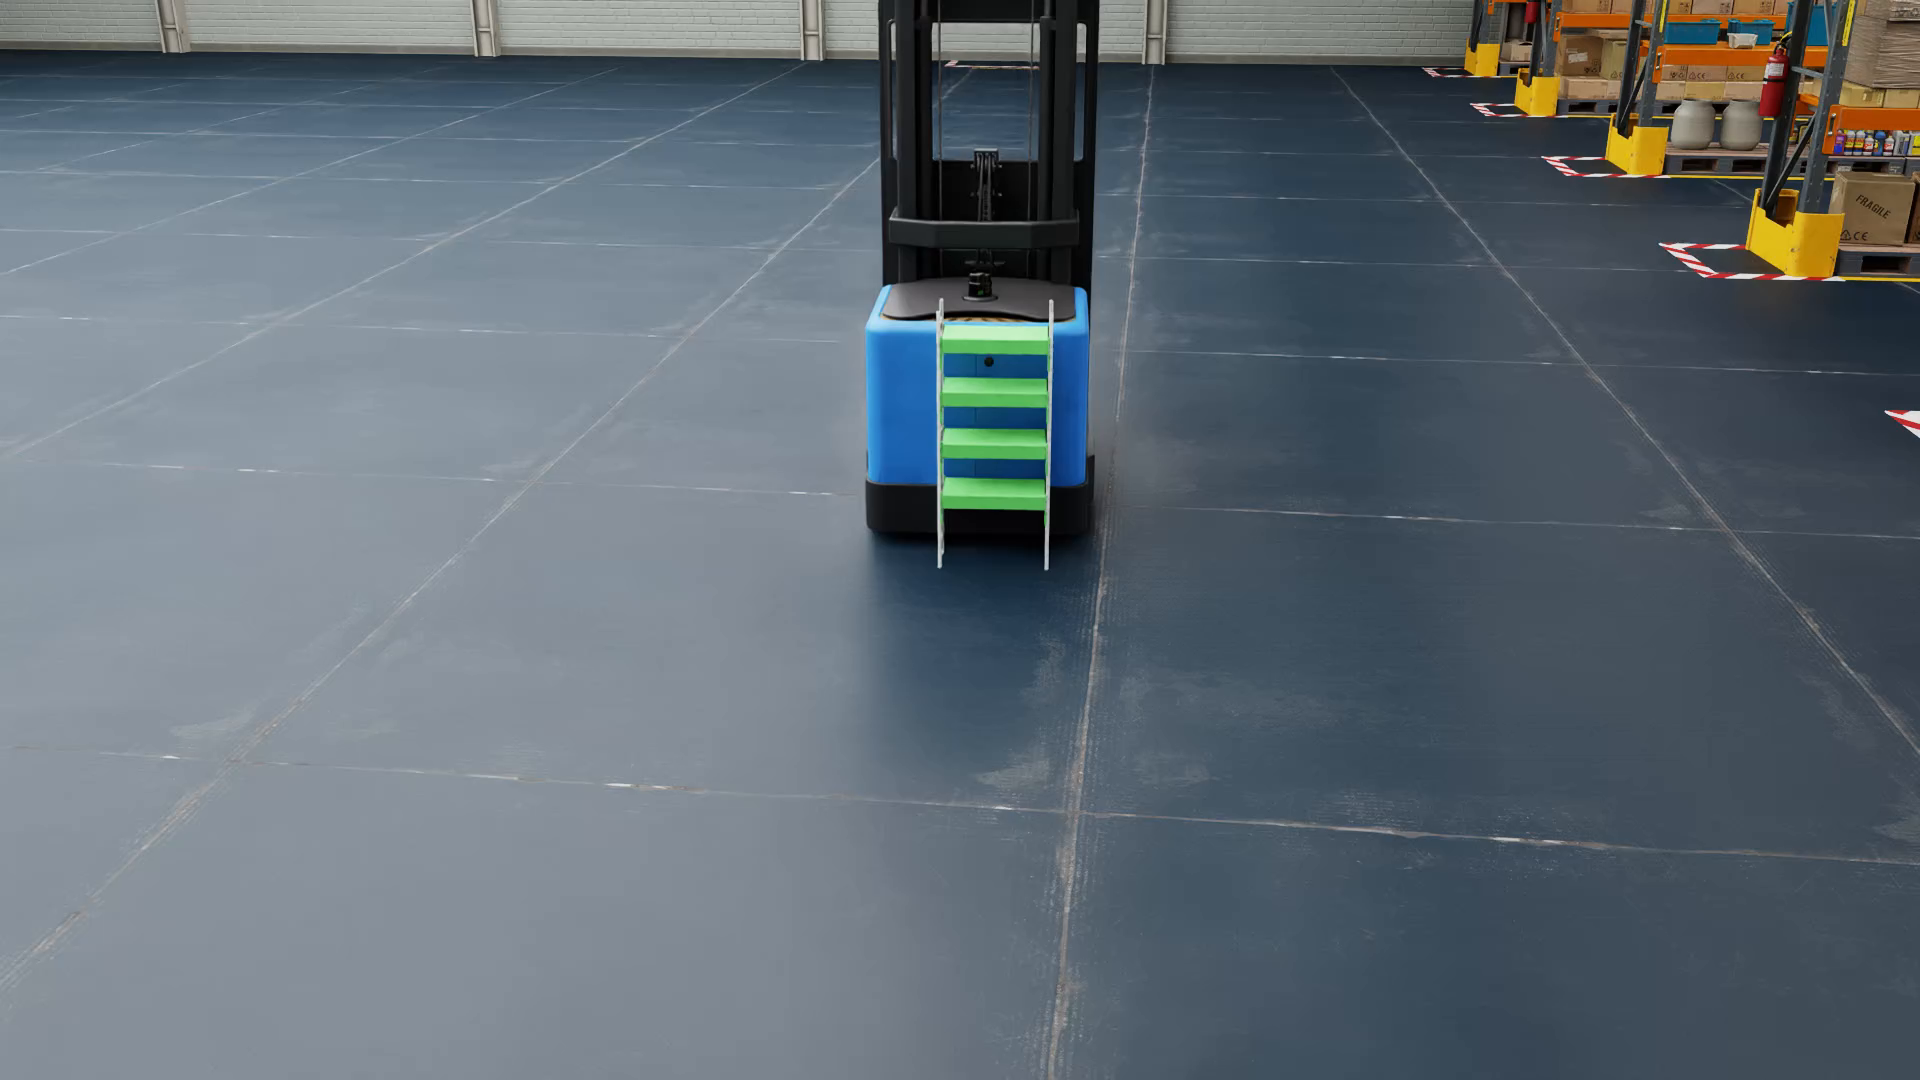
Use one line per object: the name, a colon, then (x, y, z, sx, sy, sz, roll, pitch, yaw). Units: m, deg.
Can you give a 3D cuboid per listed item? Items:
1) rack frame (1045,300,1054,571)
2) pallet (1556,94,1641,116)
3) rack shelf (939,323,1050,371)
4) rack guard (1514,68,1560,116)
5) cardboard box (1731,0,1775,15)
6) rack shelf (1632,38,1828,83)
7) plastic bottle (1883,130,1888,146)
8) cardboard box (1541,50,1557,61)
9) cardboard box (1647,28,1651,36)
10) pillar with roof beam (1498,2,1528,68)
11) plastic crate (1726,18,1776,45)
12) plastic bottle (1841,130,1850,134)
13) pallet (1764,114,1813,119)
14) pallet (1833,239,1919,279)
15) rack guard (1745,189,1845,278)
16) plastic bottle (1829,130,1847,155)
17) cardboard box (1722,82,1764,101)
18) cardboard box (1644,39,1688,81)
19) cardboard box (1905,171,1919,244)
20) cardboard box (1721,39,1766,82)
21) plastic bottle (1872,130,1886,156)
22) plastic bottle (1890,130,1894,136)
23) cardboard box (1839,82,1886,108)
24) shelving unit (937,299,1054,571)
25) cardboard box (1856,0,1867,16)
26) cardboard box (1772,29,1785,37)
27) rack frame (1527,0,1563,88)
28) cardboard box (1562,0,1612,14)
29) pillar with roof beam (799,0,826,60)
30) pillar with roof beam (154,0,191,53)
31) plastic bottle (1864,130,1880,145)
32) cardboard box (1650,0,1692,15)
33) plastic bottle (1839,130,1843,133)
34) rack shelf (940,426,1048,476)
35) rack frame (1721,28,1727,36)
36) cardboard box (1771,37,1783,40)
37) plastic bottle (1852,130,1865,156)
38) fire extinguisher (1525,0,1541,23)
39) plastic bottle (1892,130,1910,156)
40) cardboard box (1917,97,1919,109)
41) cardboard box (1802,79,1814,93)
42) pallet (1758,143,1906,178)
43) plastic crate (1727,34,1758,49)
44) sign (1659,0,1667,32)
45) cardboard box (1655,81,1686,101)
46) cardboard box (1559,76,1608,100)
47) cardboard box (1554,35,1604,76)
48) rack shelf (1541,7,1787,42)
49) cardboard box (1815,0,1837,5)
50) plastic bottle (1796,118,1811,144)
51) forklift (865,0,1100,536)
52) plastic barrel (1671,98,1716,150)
rack frame: (0.400, -0.460, 7.472, 0.015, 1.200, 0.240, 1, 22, 2)
pallet: (8.705, -6.002, 22.833, 1.213, 0.211, 1.003, 2, 22, 6)
rack shelf: (0.156, -0.851, 7.329, 0.480, 0.148, 0.258, 1, 22, 2)
rack guard: (7.917, -6.155, 22.828, 0.348, 0.500, 1.175, 2, 22, 6)
cardboard box: (10.449, -7.250, 22.062, 0.500, 0.500, 0.700, 3, 22, 7)
rack shelf: (9.340, -5.087, 17.705, 4.000, 0.370, 1.077, 2, 22, 6)
plastic bottle: (10.227, -4.493, 18.321, 0.133, 0.283, 0.061, 3, 22, 9)
cardboard box: (9.763, -7.992, 27.133, 0.500, 0.311, 0.500, 4, 22, 11)
cardboard box: (11.457, -8.024, 26.958, 0.500, 0.500, 0.500, 1, 22, 2)
pillar with roof beam: (8.810, -10.629, 22.584, 0.400, 9.000, 9.100, 2, 22, 6)
plastic crate: (8.531, -5.496, 17.964, 0.408, 0.251, 0.499, 2, 22, 6)
plastic bottle: (9.779, -4.528, 18.319, 0.185, 0.351, 0.144, 3, 22, 9)
pallet: (11.128, -5.896, 22.566, 1.213, 0.211, 1.003, 2, 22, 6)
pallet: (7.649, -2.351, 13.600, 1.213, 0.211, 1.003, 2, 22, 6)
rack guard: (6.847, -2.534, 13.669, 0.348, 0.500, 1.175, 2, 22, 6)
plastic bottle: (9.341, -4.241, 17.682, 0.133, 0.283, 0.061, 3, 22, 7)
cardboard box: (10.433, -6.041, 22.310, 0.500, 0.250, 0.500, 2, 22, 6)
cardboard box: (9.442, -6.439, 22.296, 0.500, 0.500, 0.500, 2, 22, 6)
cardboard box: (7.987, -2.686, 13.482, 0.500, 0.500, 0.500, 8, 23, 20)
cardboard box: (10.435, -6.395, 22.184, 0.500, 0.500, 0.500, 2, 22, 6)
plastic bottle: (9.759, -4.223, 17.655, 0.097, 0.271, 0.097, 0, 22, 0)
plastic bottle: (9.993, -4.268, 17.753, 0.133, 0.283, 0.061, 2, 22, 6)
cardboard box: (7.026, -3.483, 13.012, 0.250, 0.149, 0.380, 2, 22, 6)
shelving unit: (0.156, -0.464, 7.482, 0.503, 1.200, 0.258, 1, 22, 2)
cardboard box: (7.347, -4.416, 13.129, 0.500, 0.500, 0.500, 2, 22, 6)
cardboard box: (13.225, -7.968, 26.816, 0.500, 0.500, 0.700, 3, 22, 8)
rack frame: (7.941, -7.316, 22.366, 0.127, 3.000, 1.000, 2, 22, 6)
cardboard box: (8.403, -7.338, 22.284, 0.500, 0.500, 0.700, 3, 22, 6)
pillar with roof beam: (-3.106, -11.148, 23.898, 0.400, 9.000, 9.100, 2, 22, 6)
pillar with roof beam: (-15.023, -11.667, 25.211, 0.400, 9.000, 9.100, 2, 22, 6)
plastic bottle: (9.972, -4.431, 18.173, 0.135, 0.276, 0.152, 2, 22, 6)
cardboard box: (9.417, -7.293, 22.172, 0.500, 0.500, 0.700, 3, 22, 7)
plastic bottle: (9.618, -4.418, 18.244, 0.097, 0.201, 0.097, 0, 22, 0)
rack shelf: (0.156, -0.405, 7.506, 0.480, 0.148, 0.258, 1, 22, 2)
rack frame: (12.492, -8.952, 26.503, 0.127, 3.000, 1.000, 2, 22, 6)
cardboard box: (10.992, -6.562, 22.606, 0.500, 0.500, 0.500, 2, 22, 6)
plastic bottle: (9.558, -4.232, 17.678, 0.097, 0.271, 0.097, 0, 22, 0)
fire extinguisher: (7.878, -7.455, 22.822, 0.183, 0.674, 0.296, 2, 22, 6)
plastic bottle: (9.981, -4.226, 17.656, 0.135, 0.276, 0.152, 3, 22, 7)
cardboard box: (7.519, -3.449, 12.926, 0.250, 0.149, 0.380, 2, 22, 6)
cardboard box: (11.427, -6.000, 22.205, 0.500, 0.250, 0.500, 2, 22, 6)
pallet: (9.449, -4.134, 18.110, 1.213, 0.211, 1.003, 2, 22, 6)
plastic crate: (8.205, -5.229, 17.445, 0.250, 0.136, 0.298, 2, 22, 6)
sign: (7.285, -5.436, 17.233, 0.005, 0.325, 0.100, 2, 22, 6)
cardboard box: (9.441, -6.086, 22.423, 0.500, 0.250, 0.500, 2, 22, 6)
cardboard box: (8.447, -6.128, 22.530, 0.500, 0.250, 0.500, 2, 22, 6)
cardboard box: (8.508, -6.667, 22.872, 0.500, 0.500, 0.500, 2, 22, 6)
rack shelf: (9.927, -6.895, 22.279, 4.000, 0.370, 1.077, 2, 22, 6)
cardboard box: (11.472, -7.206, 21.952, 0.500, 0.500, 0.700, 2, 22, 5)
plastic bottle: (9.348, -4.531, 18.418, 0.133, 0.283, 0.061, 3, 22, 8)
forklift: (0.155, -1.880, 8.709, 1.130, 2.935, 3.031, 1, 22, 3)
plastic barrel: (8.017, -4.546, 18.170, 0.421, 0.512, 0.421, 0, 22, 0)
